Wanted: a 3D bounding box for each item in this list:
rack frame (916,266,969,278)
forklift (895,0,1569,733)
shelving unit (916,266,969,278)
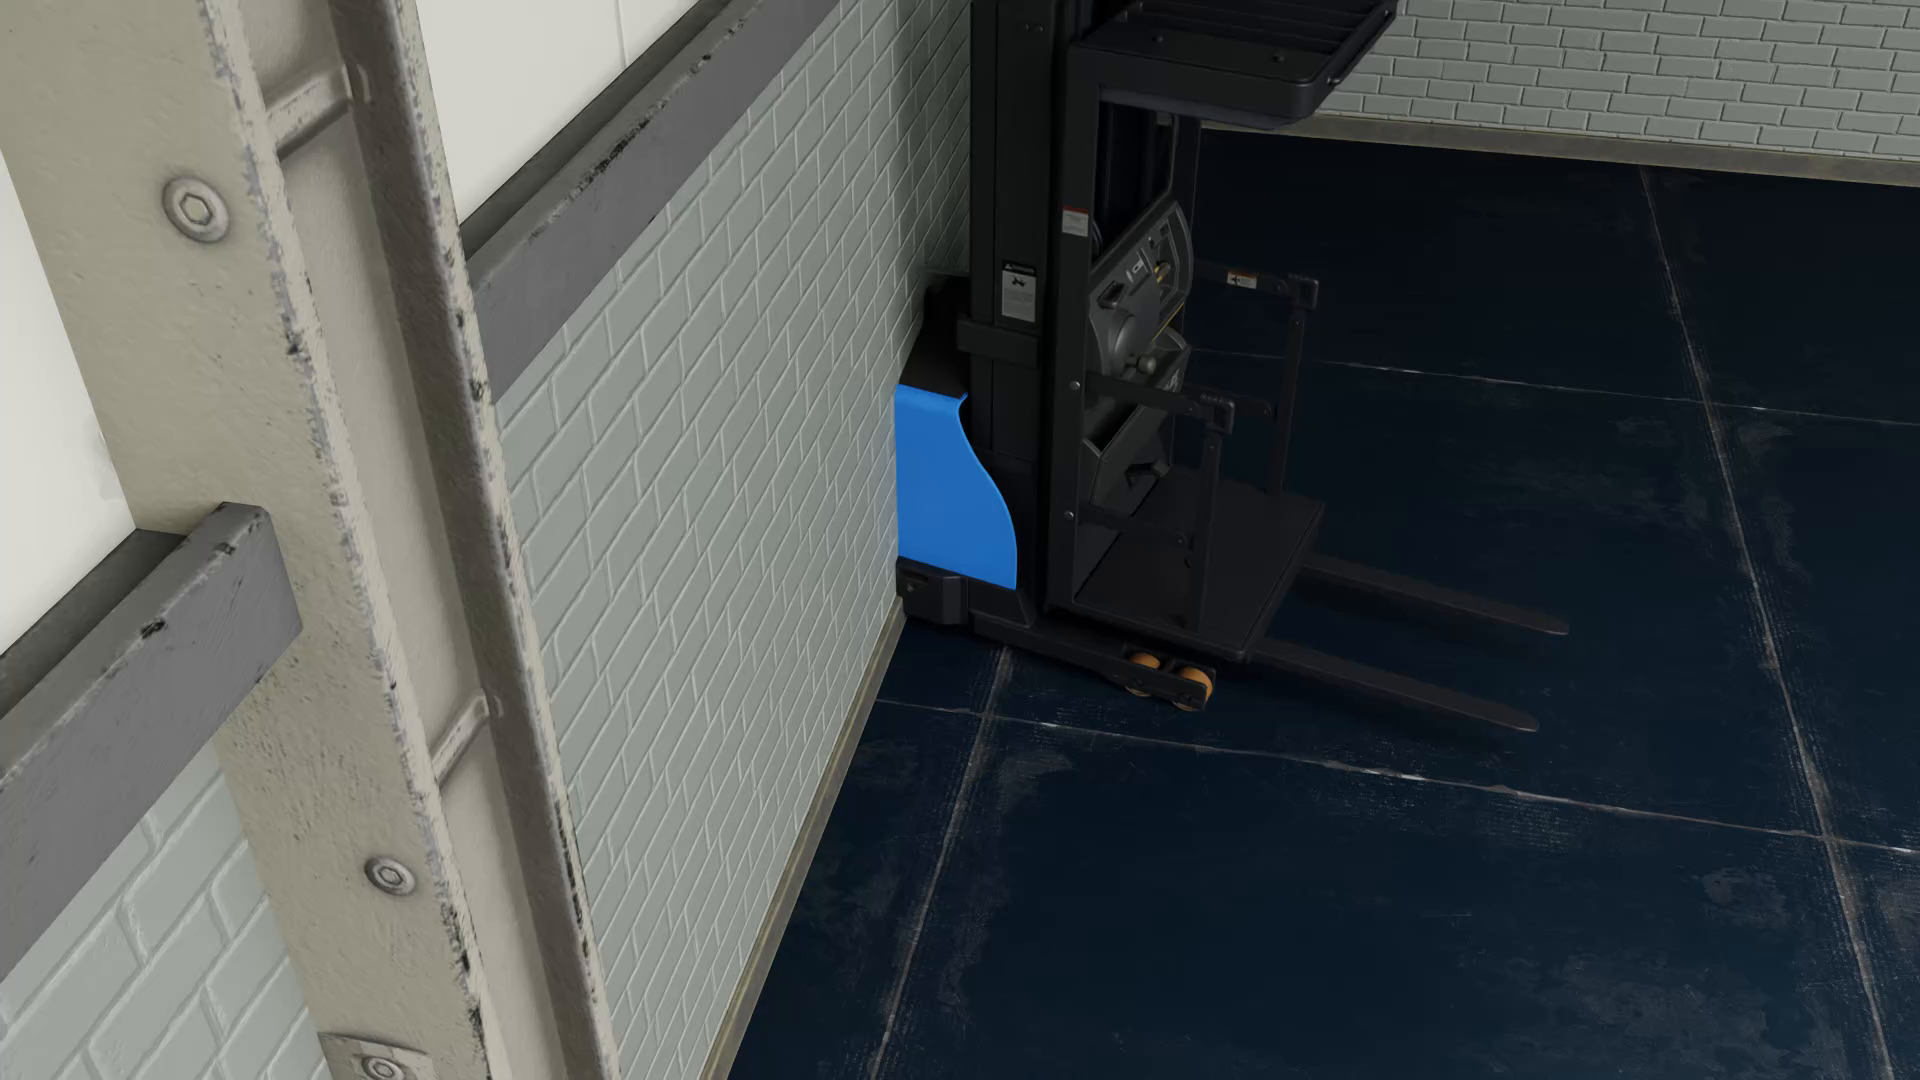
[{"bbox_3d":[-0.020,-0.469,6.605,0.500,1.500,0.032,10,36,18],"label":"rack frame"},{"bbox_3d":[0.845,-0.891,5.982,3.031,2.935,1.130,16,39,21],"label":"forklift"},{"bbox_3d":[0.159,-0.734,6.988,0.587,1.500,1.083,10,36,18],"label":"shelving unit"}]
